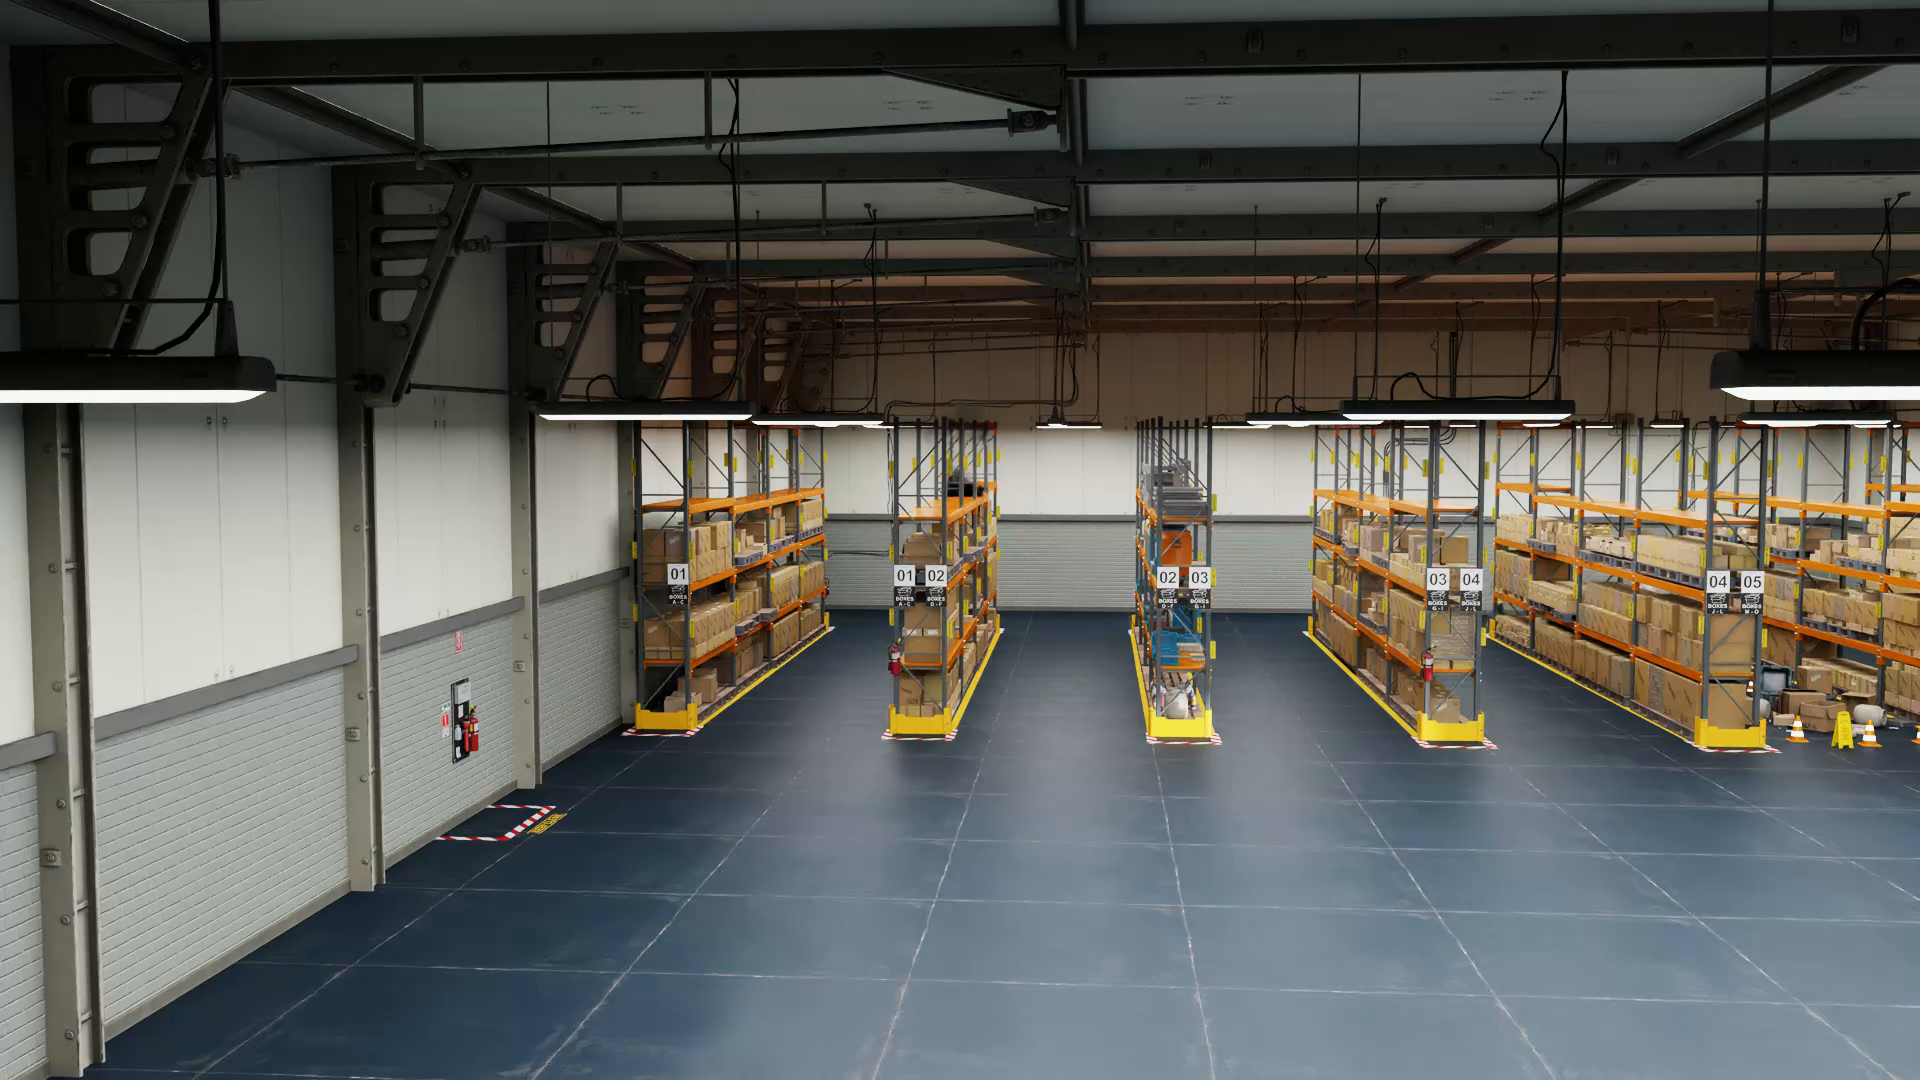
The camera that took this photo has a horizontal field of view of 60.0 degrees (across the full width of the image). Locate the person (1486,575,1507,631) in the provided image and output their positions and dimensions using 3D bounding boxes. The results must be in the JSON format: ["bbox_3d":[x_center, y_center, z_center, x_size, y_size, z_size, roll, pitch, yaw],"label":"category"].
[{"bbox_3d":[15.410,1.784,47.513,0.838,1.751,0.801,1,4,9],"label":"person"}]

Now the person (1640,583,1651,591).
[{"bbox_3d":[19.274,1.797,46.994,0.644,1.740,0.665,0,4,-4],"label":"person"}]

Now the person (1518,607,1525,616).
[{"bbox_3d":[16.129,1.832,47.270,0.616,1.558,0.508,-1,4,-15],"label":"person"}]
